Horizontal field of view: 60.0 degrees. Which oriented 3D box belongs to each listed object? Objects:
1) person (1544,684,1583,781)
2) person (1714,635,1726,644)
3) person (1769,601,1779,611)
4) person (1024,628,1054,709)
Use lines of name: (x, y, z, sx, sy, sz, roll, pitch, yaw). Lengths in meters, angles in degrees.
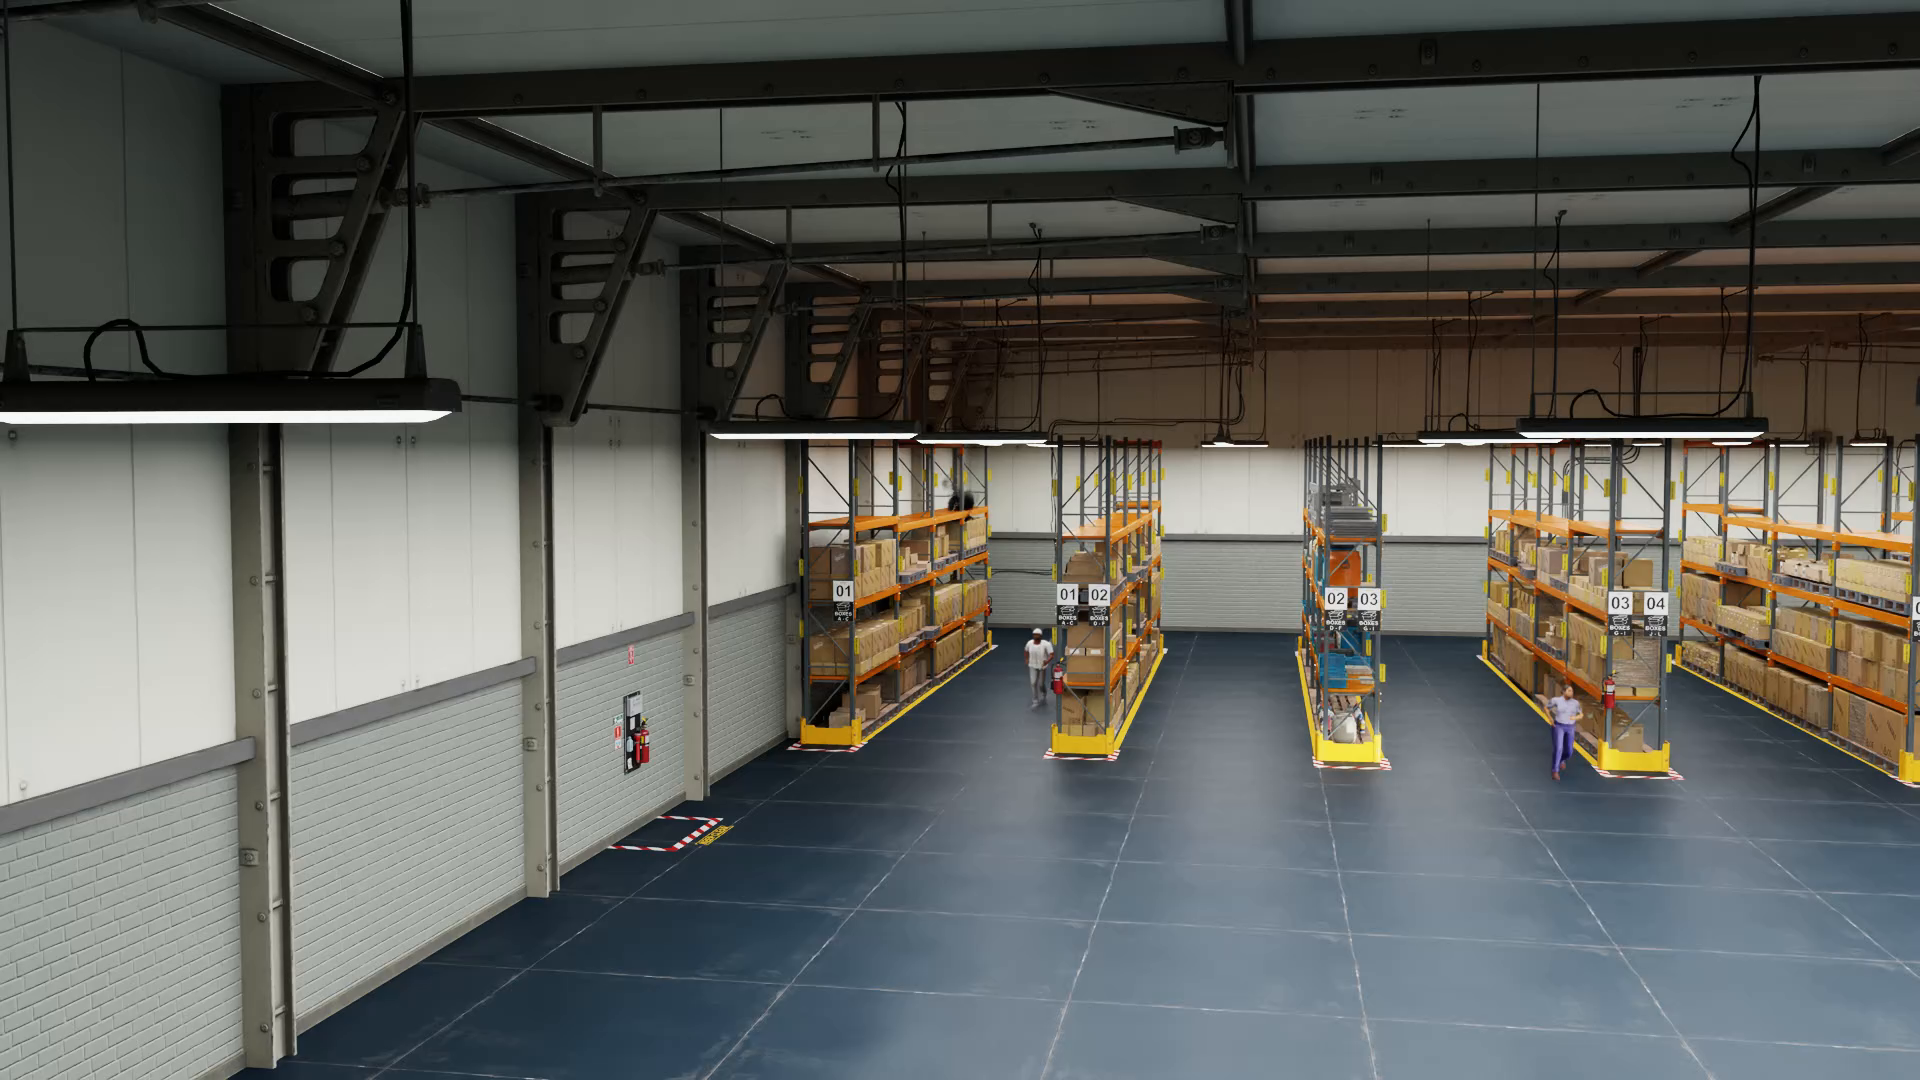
person: (10.611, 3.397, 29.185, 0.639, 1.548, 0.868, 0, 3, -1)
person: (20.800, 2.457, 45.466, 0.692, 1.609, 0.545, -2, 4, -31)
person: (22.135, 2.446, 45.308, 0.702, 1.732, 0.568, 0, 3, 7)
person: (1.755, 2.846, 37.183, 0.711, 1.765, 0.872, 1, 3, 14)
